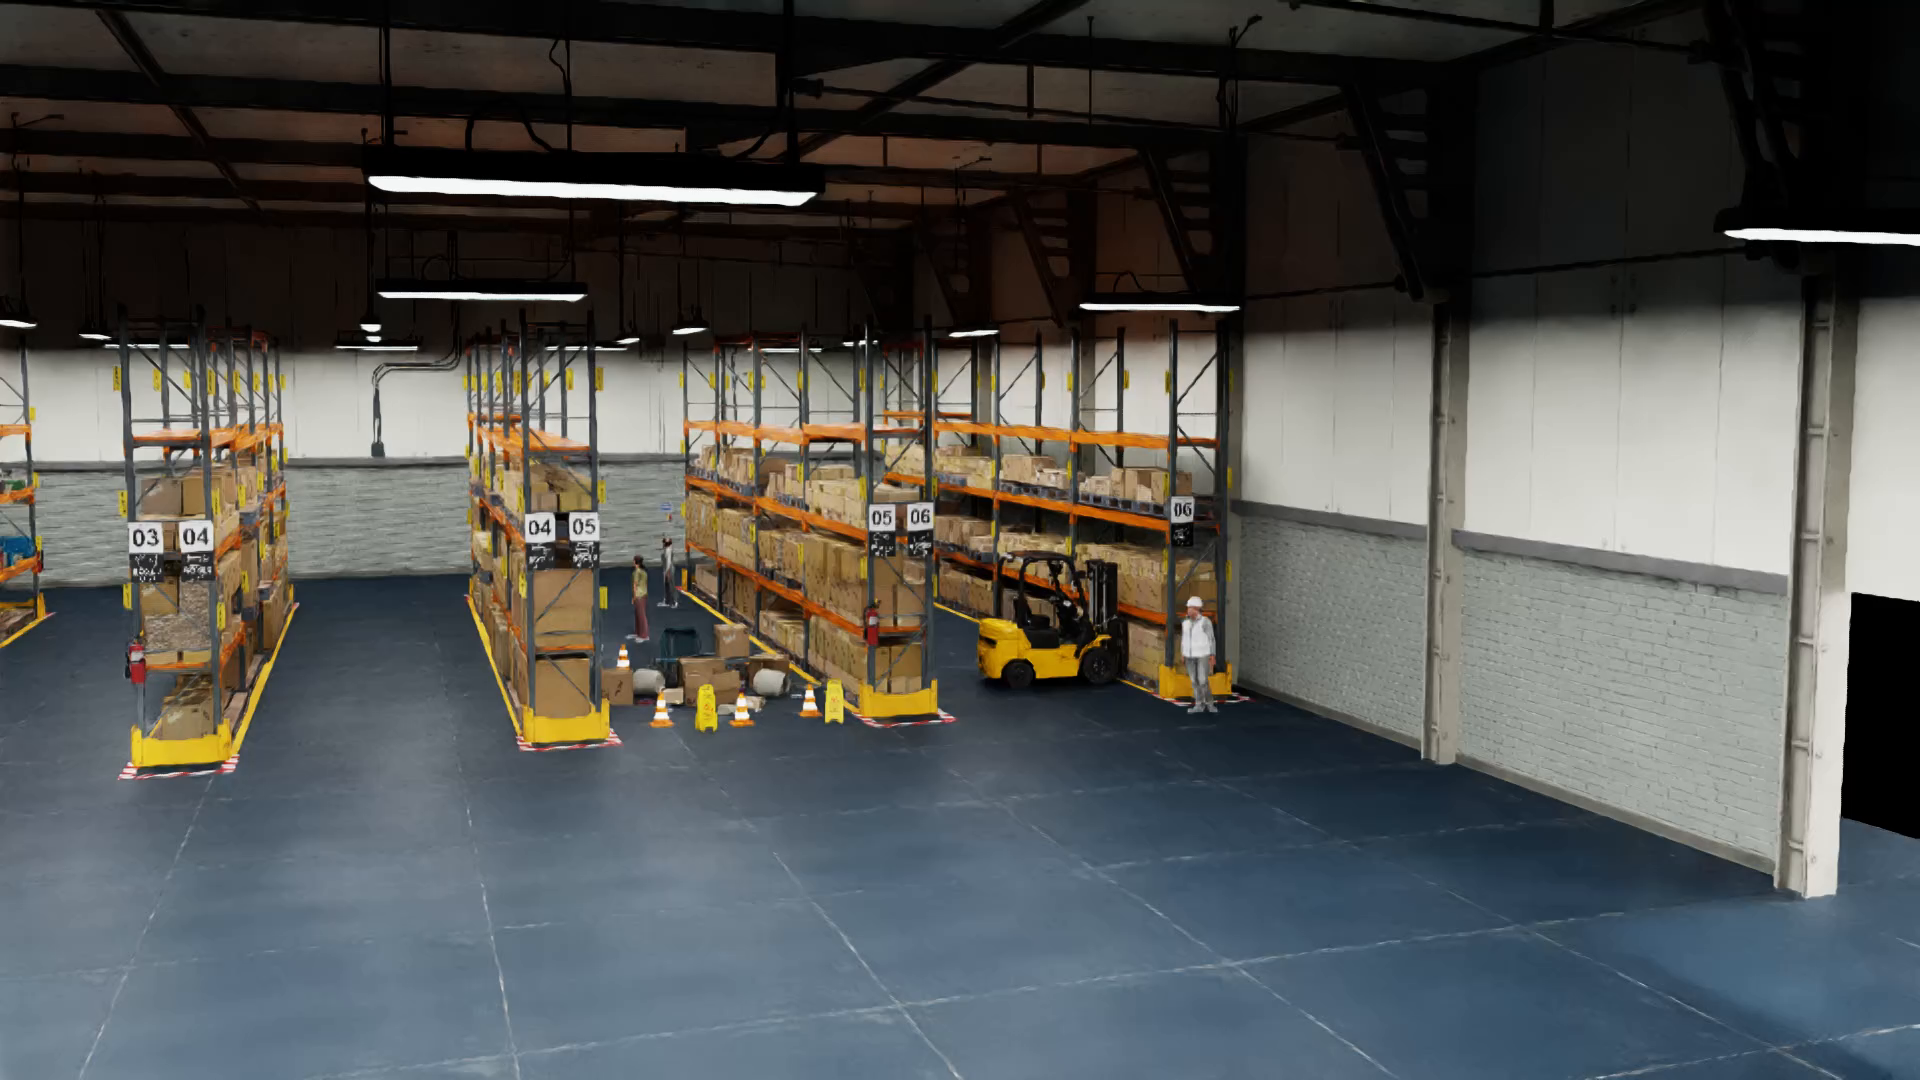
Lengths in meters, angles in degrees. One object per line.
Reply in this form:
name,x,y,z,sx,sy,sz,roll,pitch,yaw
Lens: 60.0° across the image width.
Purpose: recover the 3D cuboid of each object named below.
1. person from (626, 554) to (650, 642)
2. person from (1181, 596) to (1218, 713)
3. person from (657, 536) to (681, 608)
person,-6.231,1.108,32.130,0.569,1.668,0.559,1,6,10
person,3.610,1.731,25.114,0.636,1.766,0.403,5,7,40
person,-6.486,0.697,36.973,0.525,1.588,0.603,-1,6,-10
